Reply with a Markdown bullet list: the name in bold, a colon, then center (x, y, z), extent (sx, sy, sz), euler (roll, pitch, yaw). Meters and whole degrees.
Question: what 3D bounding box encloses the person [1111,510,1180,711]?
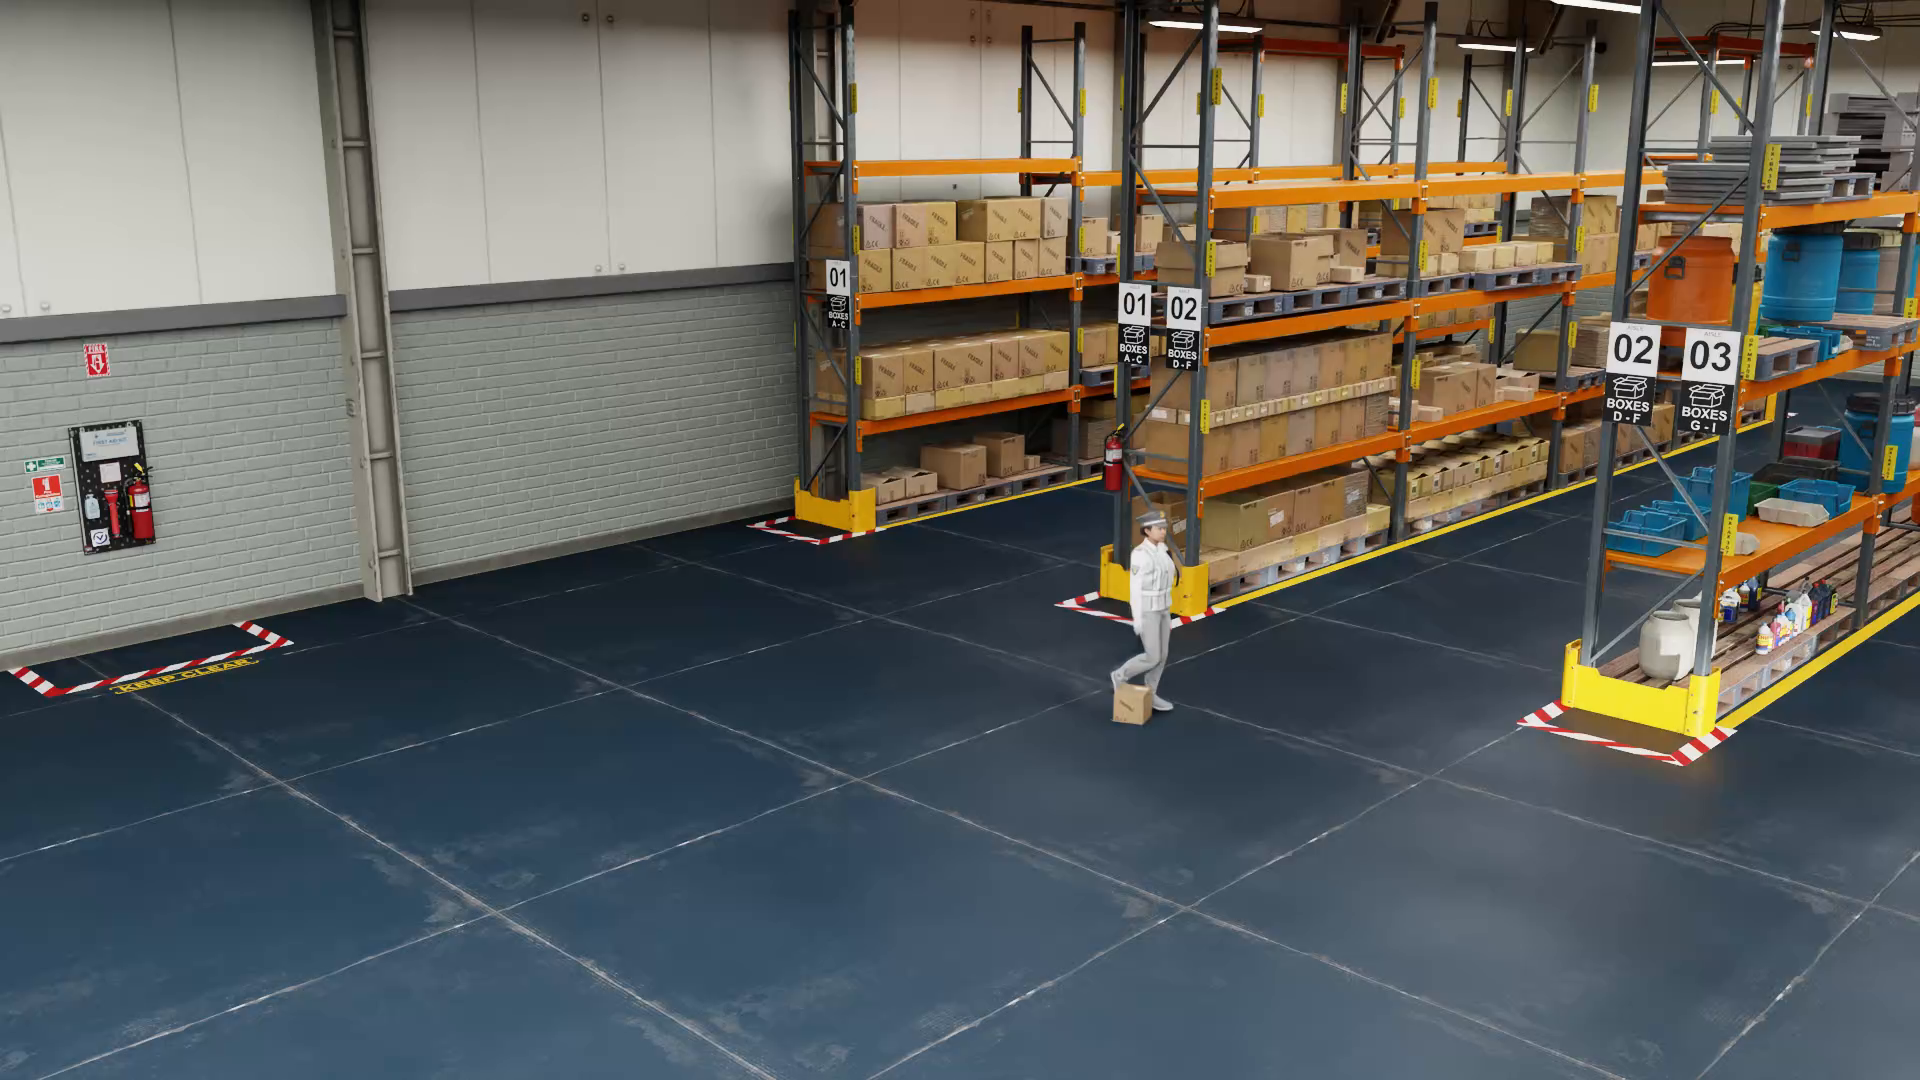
- **person**: center (1.517, 0.560, 13.569), extent (0.497, 1.677, 0.493), euler (11, 17, 37)
